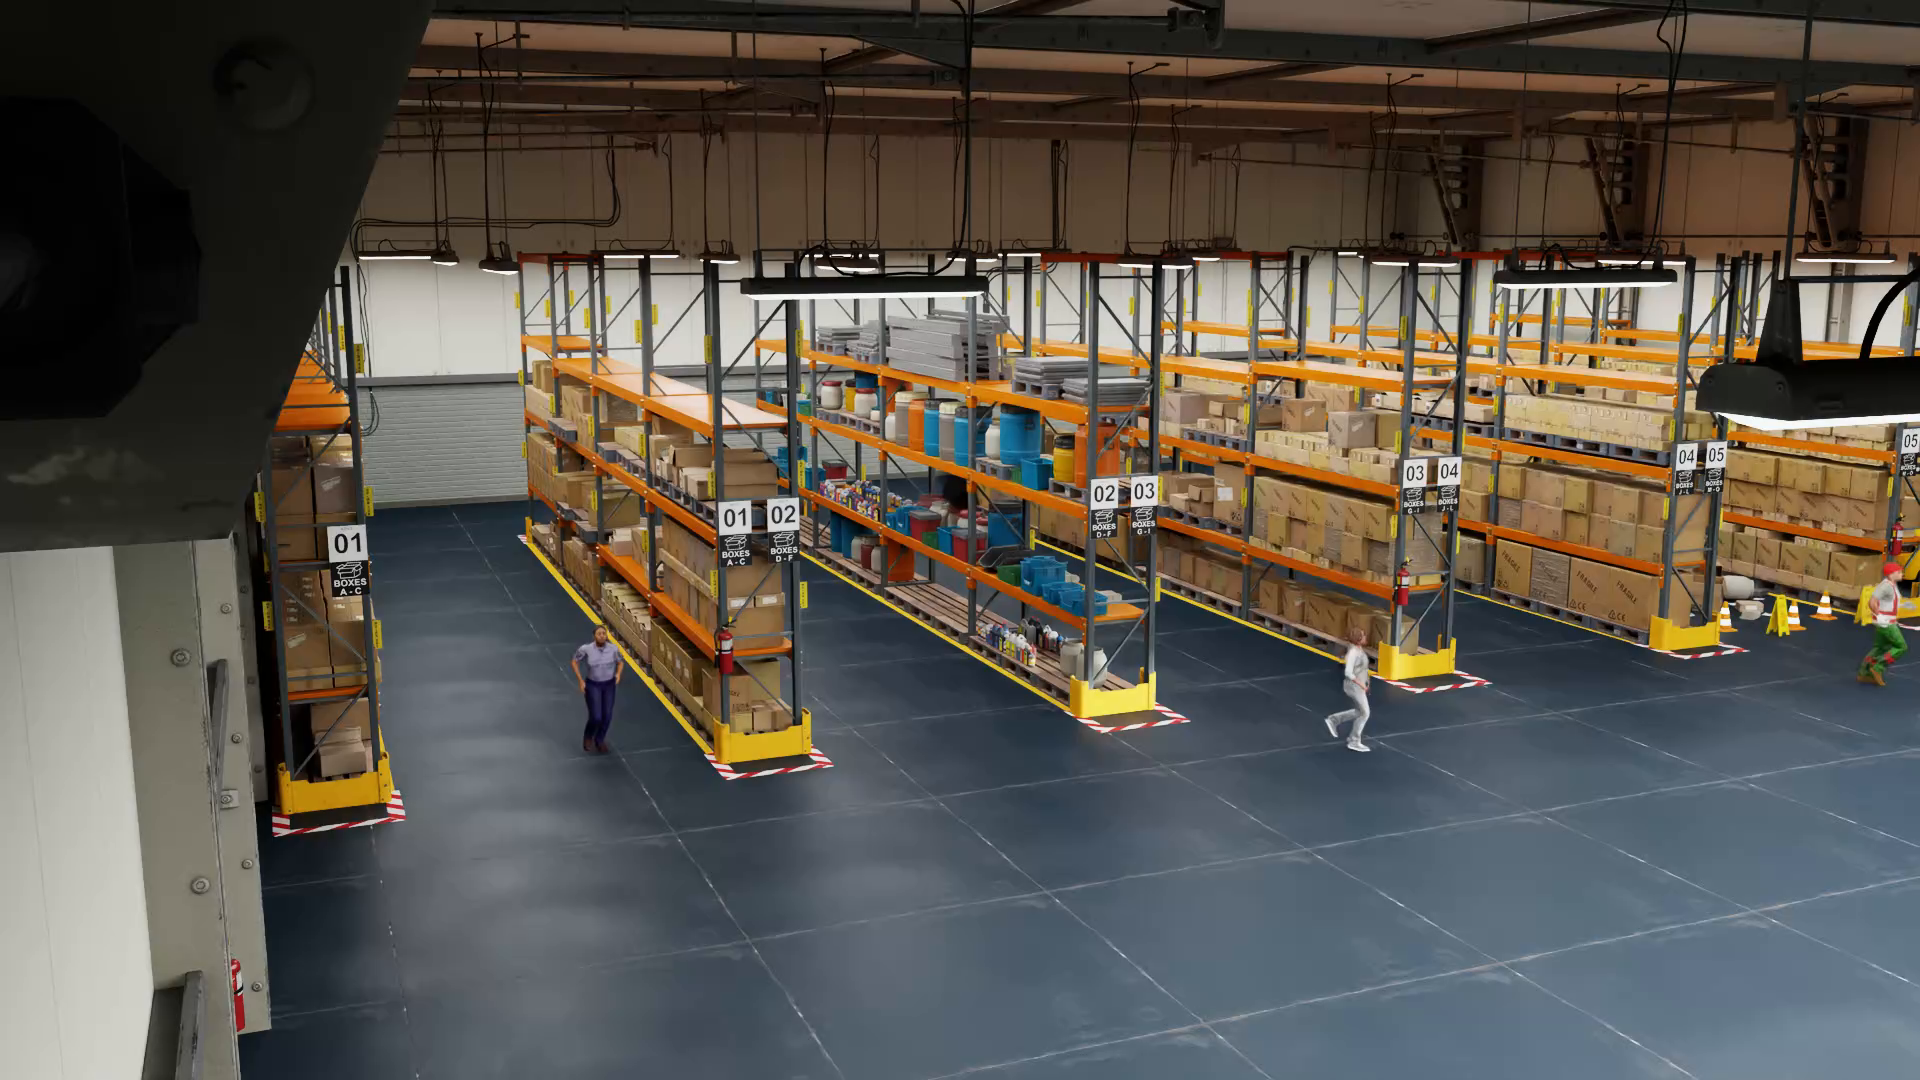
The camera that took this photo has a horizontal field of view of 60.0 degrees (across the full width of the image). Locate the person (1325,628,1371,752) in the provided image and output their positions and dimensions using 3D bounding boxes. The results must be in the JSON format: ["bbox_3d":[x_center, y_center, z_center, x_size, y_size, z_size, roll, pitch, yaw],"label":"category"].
[{"bbox_3d":[4.838,1.851,20.669,0.557,1.569,0.540,2,11,13],"label":"person"}]

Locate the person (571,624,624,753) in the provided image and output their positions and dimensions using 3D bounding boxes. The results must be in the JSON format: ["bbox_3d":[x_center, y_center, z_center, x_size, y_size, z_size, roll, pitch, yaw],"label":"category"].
[{"bbox_3d":[-4.422,1.836,20.519,0.610,1.614,0.583,-6,12,-30],"label":"person"}]

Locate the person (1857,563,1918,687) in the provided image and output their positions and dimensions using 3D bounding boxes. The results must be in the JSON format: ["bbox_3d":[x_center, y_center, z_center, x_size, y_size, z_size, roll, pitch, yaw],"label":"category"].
[{"bbox_3d":[13.195,1.193,23.607,0.667,1.770,0.624,5,12,26],"label":"person"}]
